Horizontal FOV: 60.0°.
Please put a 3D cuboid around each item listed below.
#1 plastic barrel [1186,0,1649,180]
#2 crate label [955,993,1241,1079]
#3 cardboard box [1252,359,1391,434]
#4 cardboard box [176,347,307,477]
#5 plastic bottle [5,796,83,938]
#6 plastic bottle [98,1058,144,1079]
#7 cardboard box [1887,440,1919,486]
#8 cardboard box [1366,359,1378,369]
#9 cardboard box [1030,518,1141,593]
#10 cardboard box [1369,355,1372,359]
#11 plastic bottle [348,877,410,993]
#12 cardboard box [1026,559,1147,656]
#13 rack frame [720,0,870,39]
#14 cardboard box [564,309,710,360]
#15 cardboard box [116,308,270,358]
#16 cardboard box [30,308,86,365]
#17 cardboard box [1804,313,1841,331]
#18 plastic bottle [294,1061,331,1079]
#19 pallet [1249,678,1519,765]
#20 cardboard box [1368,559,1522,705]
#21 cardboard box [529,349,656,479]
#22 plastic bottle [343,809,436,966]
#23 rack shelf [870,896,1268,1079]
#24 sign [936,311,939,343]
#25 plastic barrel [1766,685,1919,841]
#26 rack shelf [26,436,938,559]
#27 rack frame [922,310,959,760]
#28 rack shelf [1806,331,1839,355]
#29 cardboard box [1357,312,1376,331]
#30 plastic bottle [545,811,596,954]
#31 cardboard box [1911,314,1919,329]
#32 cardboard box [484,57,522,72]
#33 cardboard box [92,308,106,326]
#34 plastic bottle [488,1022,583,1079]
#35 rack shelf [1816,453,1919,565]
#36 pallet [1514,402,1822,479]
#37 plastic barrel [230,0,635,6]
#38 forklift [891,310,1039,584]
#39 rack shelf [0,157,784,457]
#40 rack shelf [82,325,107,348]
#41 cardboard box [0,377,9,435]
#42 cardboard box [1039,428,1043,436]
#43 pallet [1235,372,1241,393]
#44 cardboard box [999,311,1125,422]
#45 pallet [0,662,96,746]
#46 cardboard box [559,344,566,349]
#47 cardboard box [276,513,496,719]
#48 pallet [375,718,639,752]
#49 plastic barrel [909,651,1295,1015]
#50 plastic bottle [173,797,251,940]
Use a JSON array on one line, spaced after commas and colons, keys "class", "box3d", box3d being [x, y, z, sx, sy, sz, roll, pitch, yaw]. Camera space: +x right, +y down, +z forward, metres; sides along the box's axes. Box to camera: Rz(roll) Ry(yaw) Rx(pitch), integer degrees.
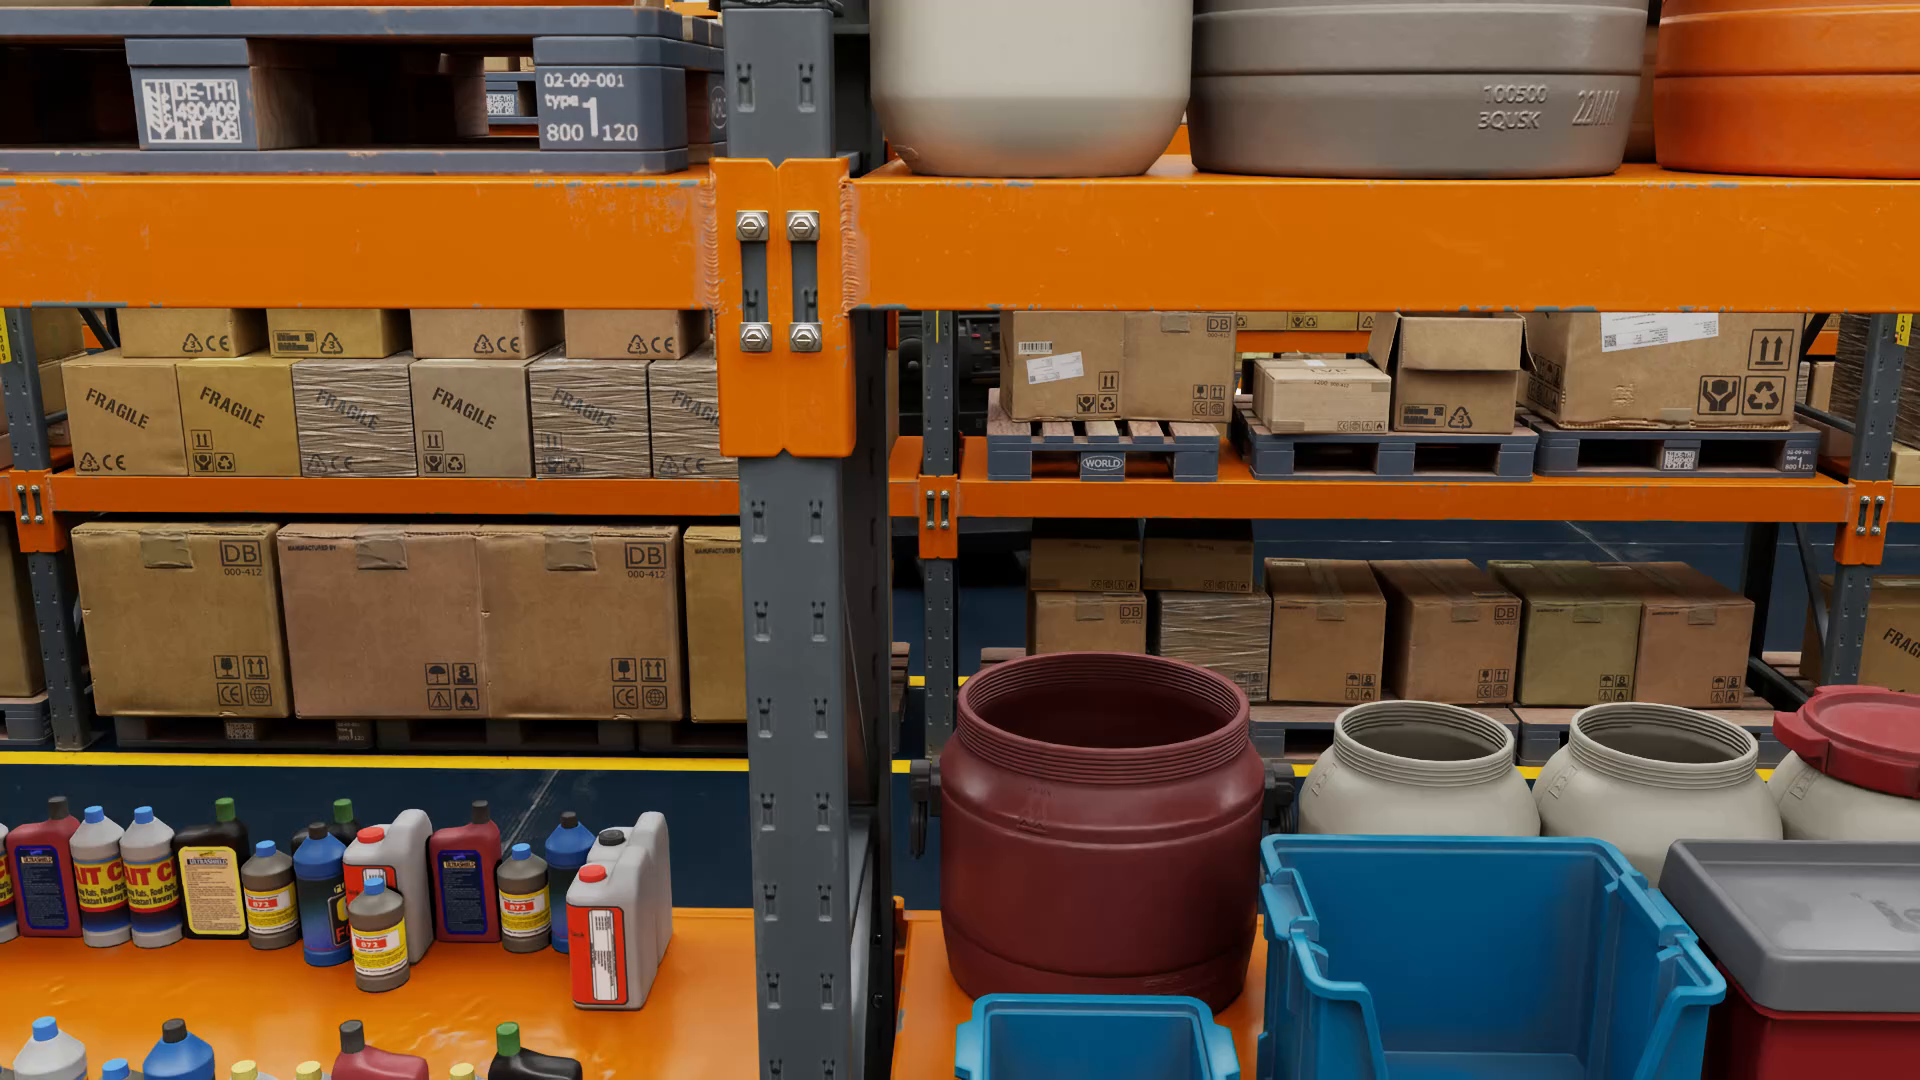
[{"class": "plastic barrel", "box3d": [0.605, -0.944, 2.177, 0.600, 0.901, 0.600, 0, 15, 0]}, {"class": "crate label", "box3d": [0.201, 0.867, 2.503, 0.416, 0.233, 0.303, 0, 15, 1]}, {"class": "cardboard box", "box3d": [1.586, -0.636, 7.343, 0.500, 0.250, 0.500, 0, 15, 0]}, {"class": "cardboard box", "box3d": [-3.126, -0.580, 7.463, 0.500, 0.500, 0.500, 0, 15, 2]}, {"class": "plastic bottle", "box3d": [-1.789, 0.640, 3.265, 0.133, 0.283, 0.061, 0, 15, 1]}, {"class": "plastic bottle", "box3d": [-1.263, 0.881, 2.510, 0.097, 0.201, 0.097, 0, 15, 0]}, {"class": "cardboard box", "box3d": [4.122, -0.350, 7.279, 0.250, 0.149, 0.380, 0, 15, 1]}, {"class": "cardboard box", "box3d": [3.520, -0.910, 12.496, 0.750, 0.750, 1.050, 0, 15, 1]}, {"class": "cardboard box", "box3d": [0.587, 0.055, 7.821, 0.500, 0.250, 0.500, 1, 15, 4]}, {"class": "cardboard box", "box3d": [4.152, -1.780, 15.623, 0.500, 0.500, 0.500, 0, 15, 1]}, {"class": "plastic bottle", "box3d": [-1.082, 0.727, 3.093, 0.097, 0.201, 0.097, 0, 15, 0]}, {"class": "cardboard box", "box3d": [0.586, 0.420, 7.907, 0.500, 0.500, 0.700, 0, 15, -2]}, {"class": "rack frame", "box3d": [-0.210, -2.213, 2.089, 0.127, 3.000, 1.000, 0, 15, 1]}, {"class": "cardboard box", "box3d": [-1.466, -1.123, 7.553, 0.637, 0.503, 0.797, 1, 15, 3]}, {"class": "cardboard box", "box3d": [-3.444, -1.133, 7.592, 0.637, 0.503, 0.797, 0, 15, 0]}, {"class": "cardboard box", "box3d": [-4.555, -1.104, 7.885, 0.500, 0.500, 0.500, 0, 15, 1]}, {"class": "cardboard box", "box3d": [6.131, -1.878, 12.283, 0.500, 0.550, 0.875, 0, 15, 1]}, {"class": "plastic bottle", "box3d": [-0.971, 0.883, 2.503, 0.097, 0.201, 0.097, 0, 15, 0]}, {"class": "pallet", "box3d": [1.914, 0.787, 7.944, 1.213, 0.211, 1.003, 0, 15, 1]}, {"class": "cardboard box", "box3d": [2.266, 0.426, 7.885, 0.500, 0.500, 0.700, -1, 15, -3]}, {"class": "cardboard box", "box3d": [-1.601, -0.571, 7.429, 0.500, 0.500, 0.500, 0, 15, 0]}, {"class": "plastic bottle", "box3d": [-1.097, 0.659, 3.204, 0.135, 0.276, 0.152, 0, 15, 1]}, {"class": "rack shelf", "box3d": [1.789, 1.048, 2.896, 4.000, 0.370, 1.077, 0, 15, 1]}, {"class": "sign", "box3d": [-0.095, -0.994, 6.957, 0.005, 0.325, 0.100, 0, 15, 1]}, {"class": "plastic barrel", "box3d": [1.672, 0.578, 3.002, 0.433, 0.535, 0.433, 0, 15, 0]}, {"class": "rack shelf", "box3d": [-2.083, -0.241, 7.783, 4.000, 0.370, 1.077, 0, 15, 1]}, {"class": "rack frame", "box3d": [-0.084, -0.576, 7.641, 0.127, 3.000, 1.000, 0, 15, 1]}, {"class": "rack shelf", "box3d": [6.142, -1.453, 12.377, 4.000, 0.370, 1.077, 0, 15, 1]}, {"class": "cardboard box", "box3d": [3.109, -1.801, 12.089, 0.500, 0.500, 0.500, 0, 15, 1]}, {"class": "plastic bottle", "box3d": [-0.750, 0.657, 3.223, 0.097, 0.271, 0.097, 0, 15, 0]}, {"class": "cardboard box", "box3d": [4.358, -1.157, 7.108, 0.500, 0.500, 0.500, 0, 15, 1]}, {"class": "cardboard box", "box3d": [-2.127, -2.287, 7.222, 0.637, 0.503, 0.797, 0, 15, 1]}, {"class": "cardboard box", "box3d": [-6.236, -1.695, 12.376, 0.250, 0.149, 0.380, 0, 15, 0]}, {"class": "plastic bottle", "box3d": [-0.626, 0.850, 2.466, 0.133, 0.283, 0.061, 0, 15, 1]}, {"class": "rack shelf", "box3d": [5.914, -0.189, 7.585, 4.000, 0.370, 1.077, 0, 15, 1]}, {"class": "pallet", "box3d": [3.155, -0.499, 7.727, 1.213, 0.211, 1.003, 0, 15, 1]}, {"class": "plastic barrel", "box3d": [-0.778, -1.178, 2.380, 0.708, 0.830, 0.600, 0, 15, 1]}, {"class": "forklift", "box3d": [0.006, -1.235, 10.276, 1.130, 2.935, 3.031, -2, 15, -8]}, {"class": "rack shelf", "box3d": [-2.210, -0.428, 2.612, 4.000, 0.370, 1.077, 0, 15, 1]}, {"class": "rack shelf", "box3d": [-5.854, -1.531, 12.673, 4.000, 0.370, 1.077, 0, 15, 1]}, {"class": "cardboard box", "box3d": [-4.531, -0.609, 7.479, 0.500, 0.250, 0.500, 0, 15, 0]}, {"class": "cardboard box", "box3d": [0.750, -0.928, 12.565, 0.750, 0.750, 1.050, 0, 15, 1]}, {"class": "pallet", "box3d": [3.390, -1.733, 17.495, 1.213, 0.211, 1.003, 0, 15, 1]}, {"class": "cardboard box", "box3d": [0.457, -0.834, 7.600, 0.500, 0.500, 0.500, -1, 15, -5]}, {"class": "pallet", "box3d": [-4.841, 0.722, 8.190, 1.213, 0.211, 1.003, 0, 15, 1]}, {"class": "cardboard box", "box3d": [-1.591, -0.702, 7.924, 0.500, 0.500, 0.500, 0, 15, 0]}, {"class": "cardboard box", "box3d": [-2.549, 0.227, 7.940, 0.875, 0.875, 1.225, 0, 15, -1]}, {"class": "pallet", "box3d": [-2.087, 0.740, 8.122, 1.213, 0.211, 1.003, 0, 15, 1]}, {"class": "plastic barrel", "box3d": [0.261, 0.548, 3.118, 0.708, 0.536, 0.600, 0, 15, 1]}, {"class": "plastic bottle", "box3d": [-1.461, 0.642, 3.256, 0.133, 0.283, 0.061, 0, 15, 1]}]
